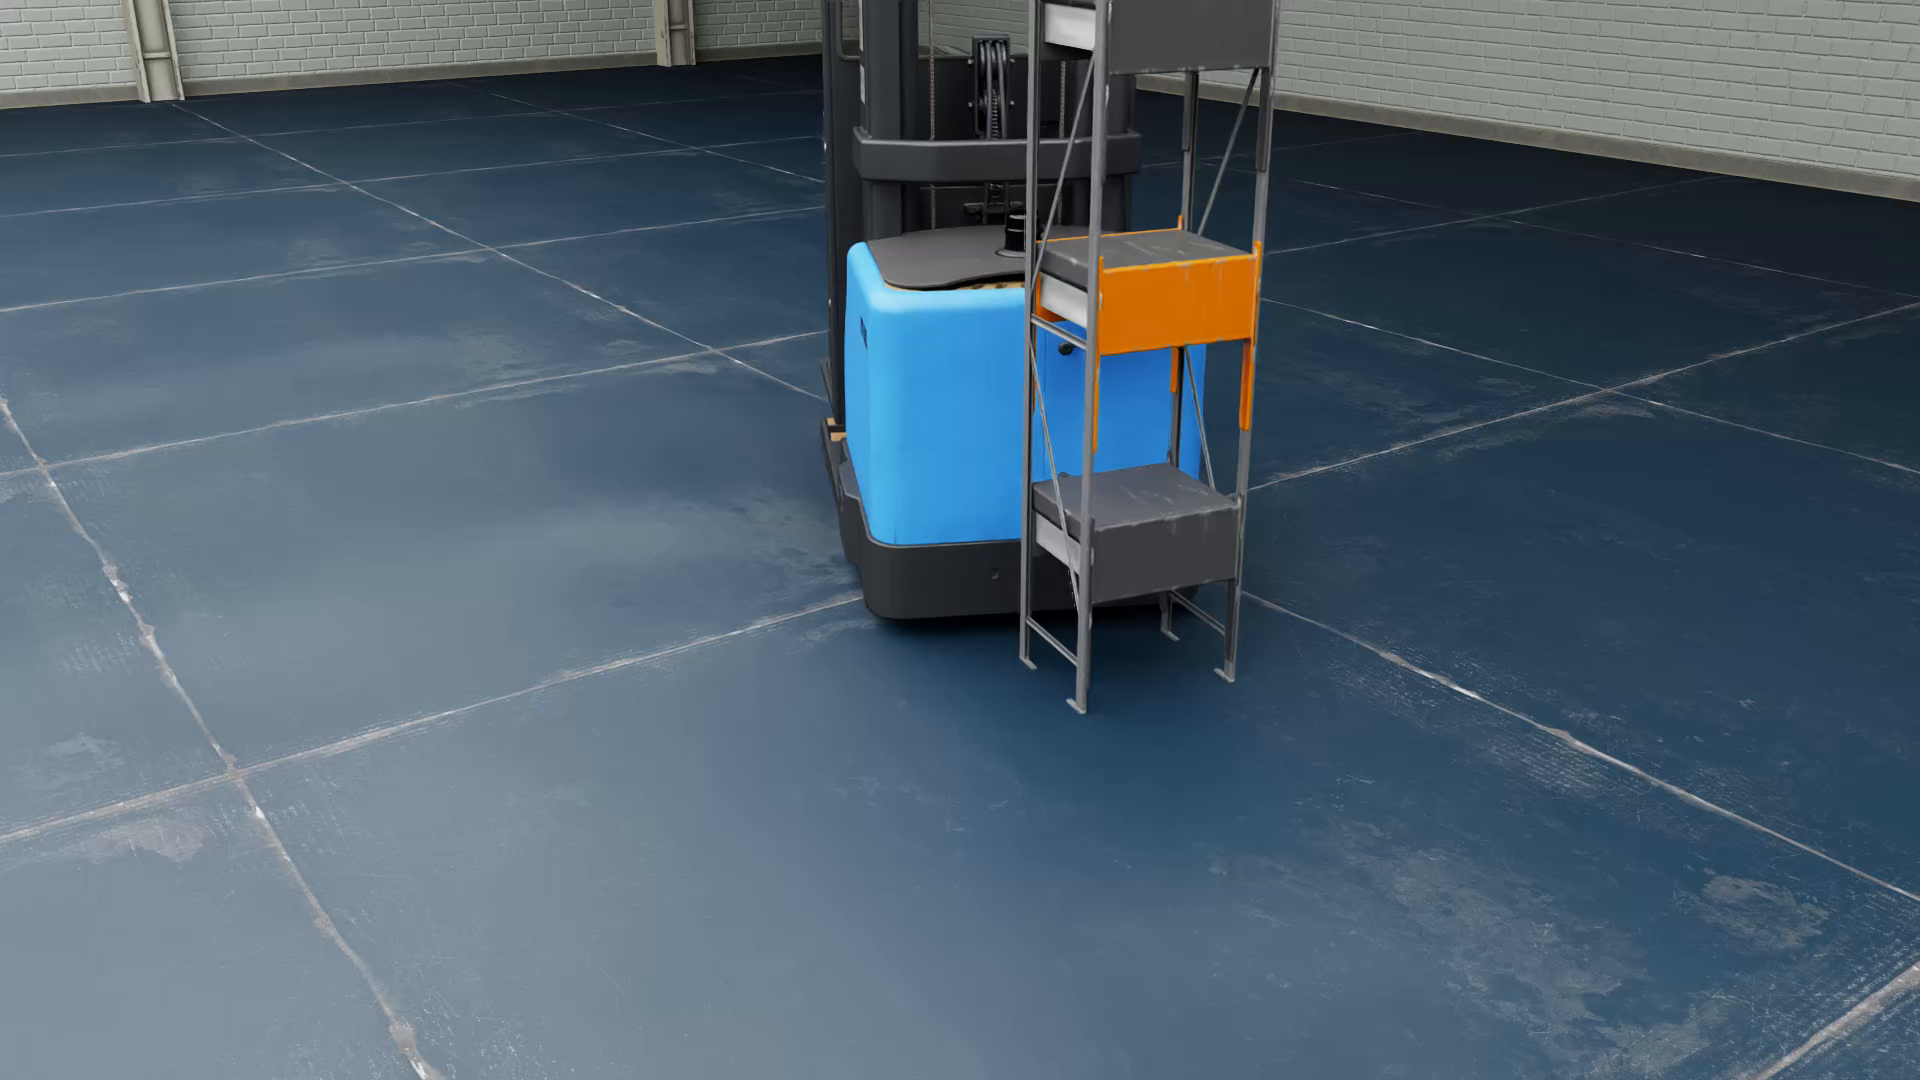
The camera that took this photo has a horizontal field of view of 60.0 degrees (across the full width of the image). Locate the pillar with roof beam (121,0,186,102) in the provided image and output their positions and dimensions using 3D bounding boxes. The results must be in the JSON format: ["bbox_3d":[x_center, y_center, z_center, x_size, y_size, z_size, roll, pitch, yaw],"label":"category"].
[{"bbox_3d":[-5.902,-7.531,12.626,0.400,9.000,9.100,-15,26,-33],"label":"pillar with roof beam"}]

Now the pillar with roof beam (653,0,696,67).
[{"bbox_3d":[-1.031,-8.829,15.881,0.400,9.000,9.100,-15,26,-33],"label":"pillar with roof beam"}]

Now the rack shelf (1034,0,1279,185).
[{"bbox_3d":[0.489,-1.224,4.279,0.480,0.518,0.431,-9,24,-22],"label":"rack shelf"}]

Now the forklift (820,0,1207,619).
[{"bbox_3d":[0.034,-1.629,6.024,1.130,2.935,3.031,-3,22,-8],"label":"forklift"}]

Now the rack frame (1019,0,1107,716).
[{"bbox_3d":[0.266,-0.550,4.442,0.015,2.100,0.400,-9,24,-22],"label":"rack frame"}]

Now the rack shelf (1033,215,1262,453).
[{"bbox_3d":[0.489,-0.574,4.538,0.480,0.518,0.431,-9,24,-22],"label":"rack shelf"}]

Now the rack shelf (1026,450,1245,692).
[{"bbox_3d":[0.489,0.076,4.798,0.480,0.518,0.431,-9,24,-22],"label":"rack shelf"}]

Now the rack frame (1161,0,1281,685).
[{"bbox_3d":[0.713,-0.623,4.624,0.015,2.100,0.400,-9,24,-22],"label":"rack frame"}]

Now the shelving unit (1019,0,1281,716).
[{"bbox_3d":[0.489,-0.587,4.533,0.503,2.100,0.431,-9,24,-22],"label":"shelving unit"}]
